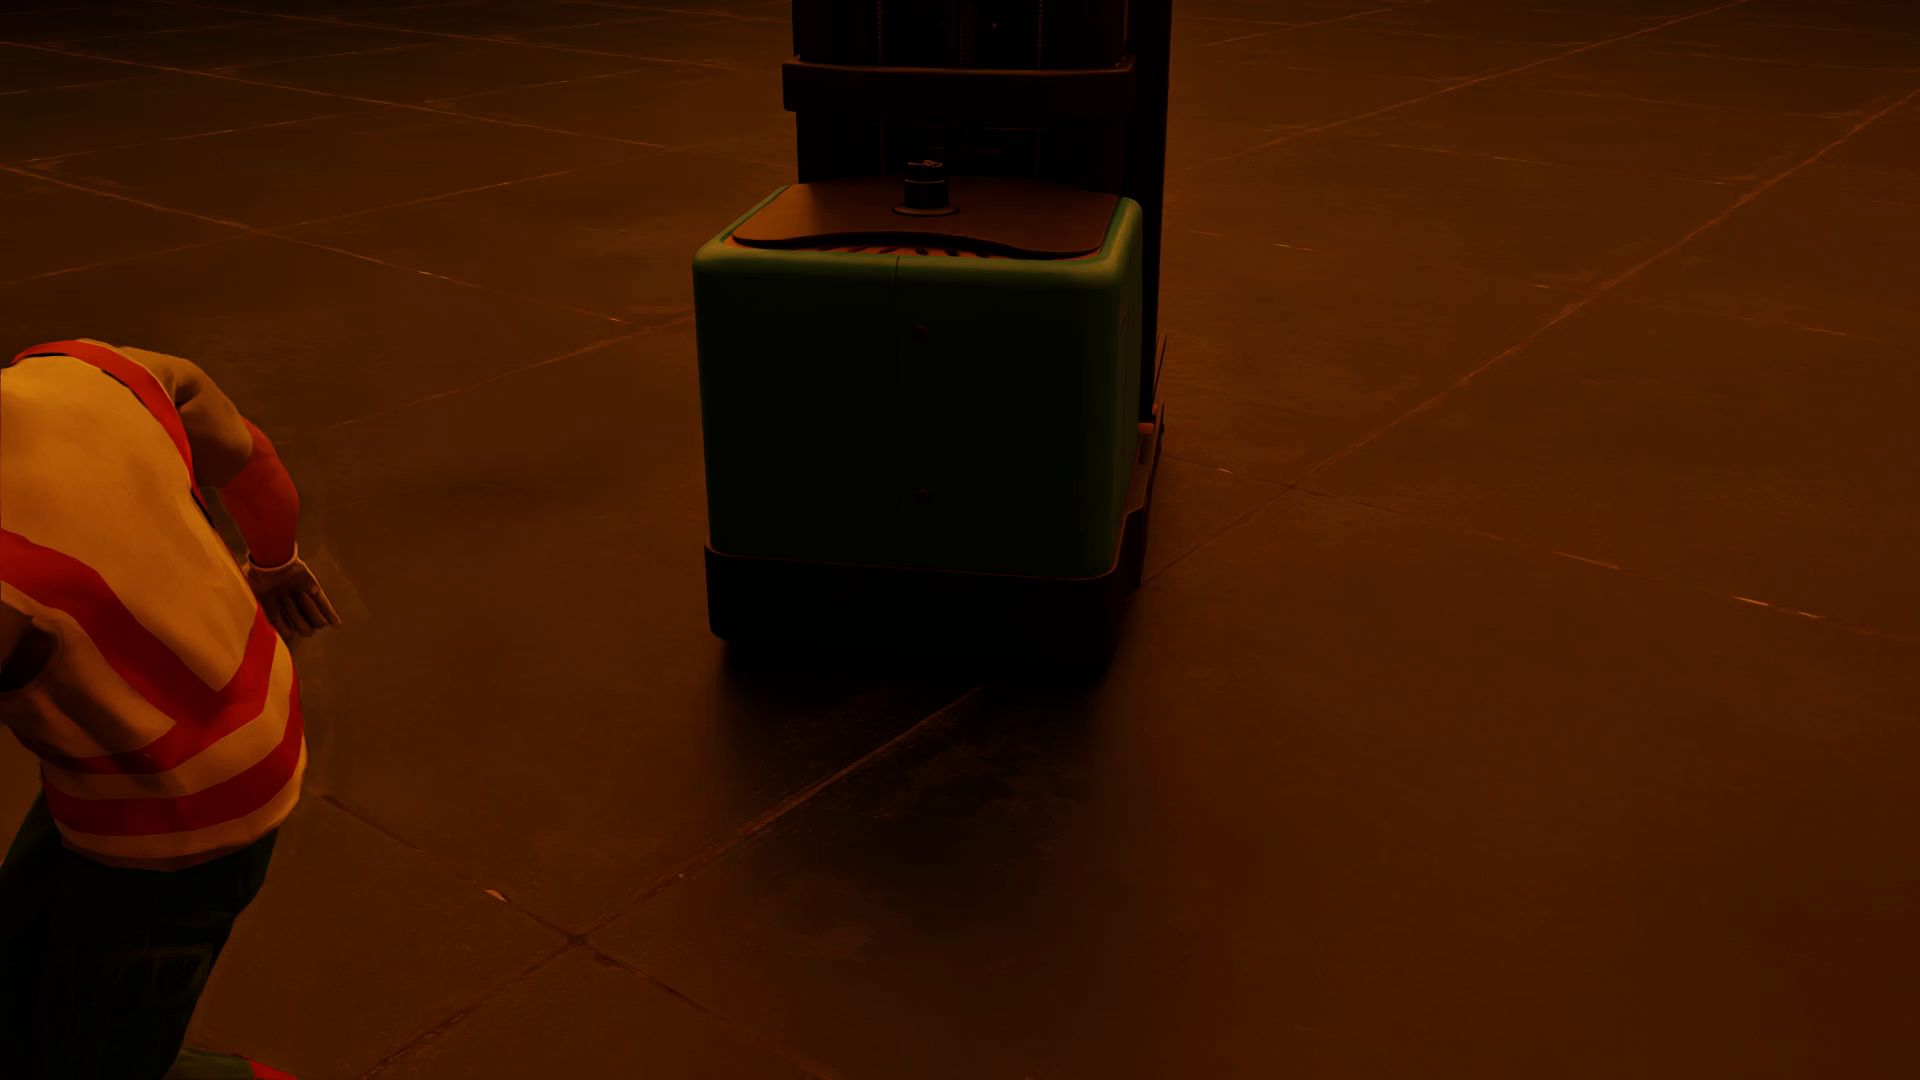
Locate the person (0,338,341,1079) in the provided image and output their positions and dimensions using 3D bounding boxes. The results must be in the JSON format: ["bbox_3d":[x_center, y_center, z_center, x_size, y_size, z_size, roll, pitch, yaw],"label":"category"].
[{"bbox_3d":[-1.254,0.315,2.247,0.816,1.629,0.803,-6,24,-15],"label":"person"}]

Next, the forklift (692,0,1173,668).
[{"bbox_3d":[0.101,-1.584,4.983,1.130,2.935,3.031,4,24,9],"label":"forklift"}]
